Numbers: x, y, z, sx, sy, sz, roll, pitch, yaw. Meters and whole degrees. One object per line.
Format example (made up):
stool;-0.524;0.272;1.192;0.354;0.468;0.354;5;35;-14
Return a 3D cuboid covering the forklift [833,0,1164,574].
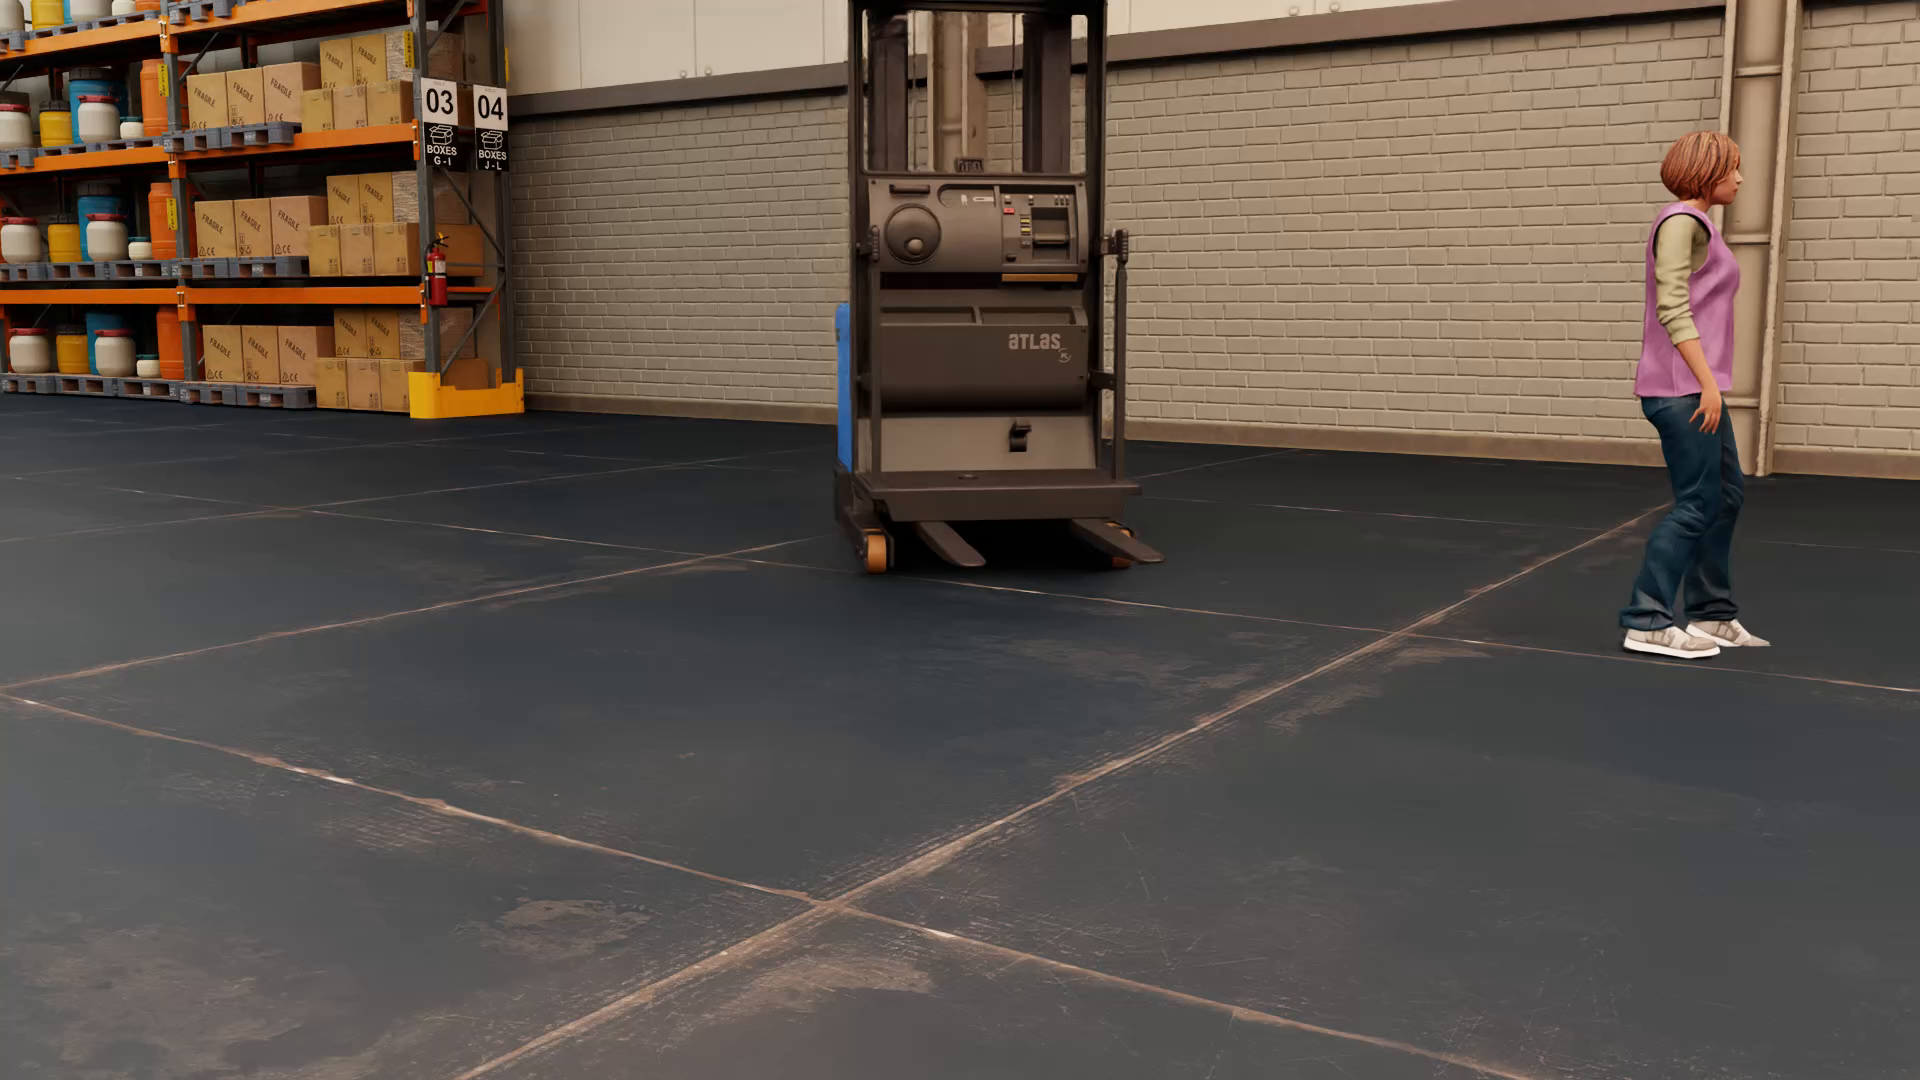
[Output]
forklift;0.113;-1.365;6.792;1.130;2.935;3.031;-1;8;-9

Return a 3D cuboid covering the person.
person;2.284;-0.423;5.066;0.439;1.623;0.494;4;9;25
